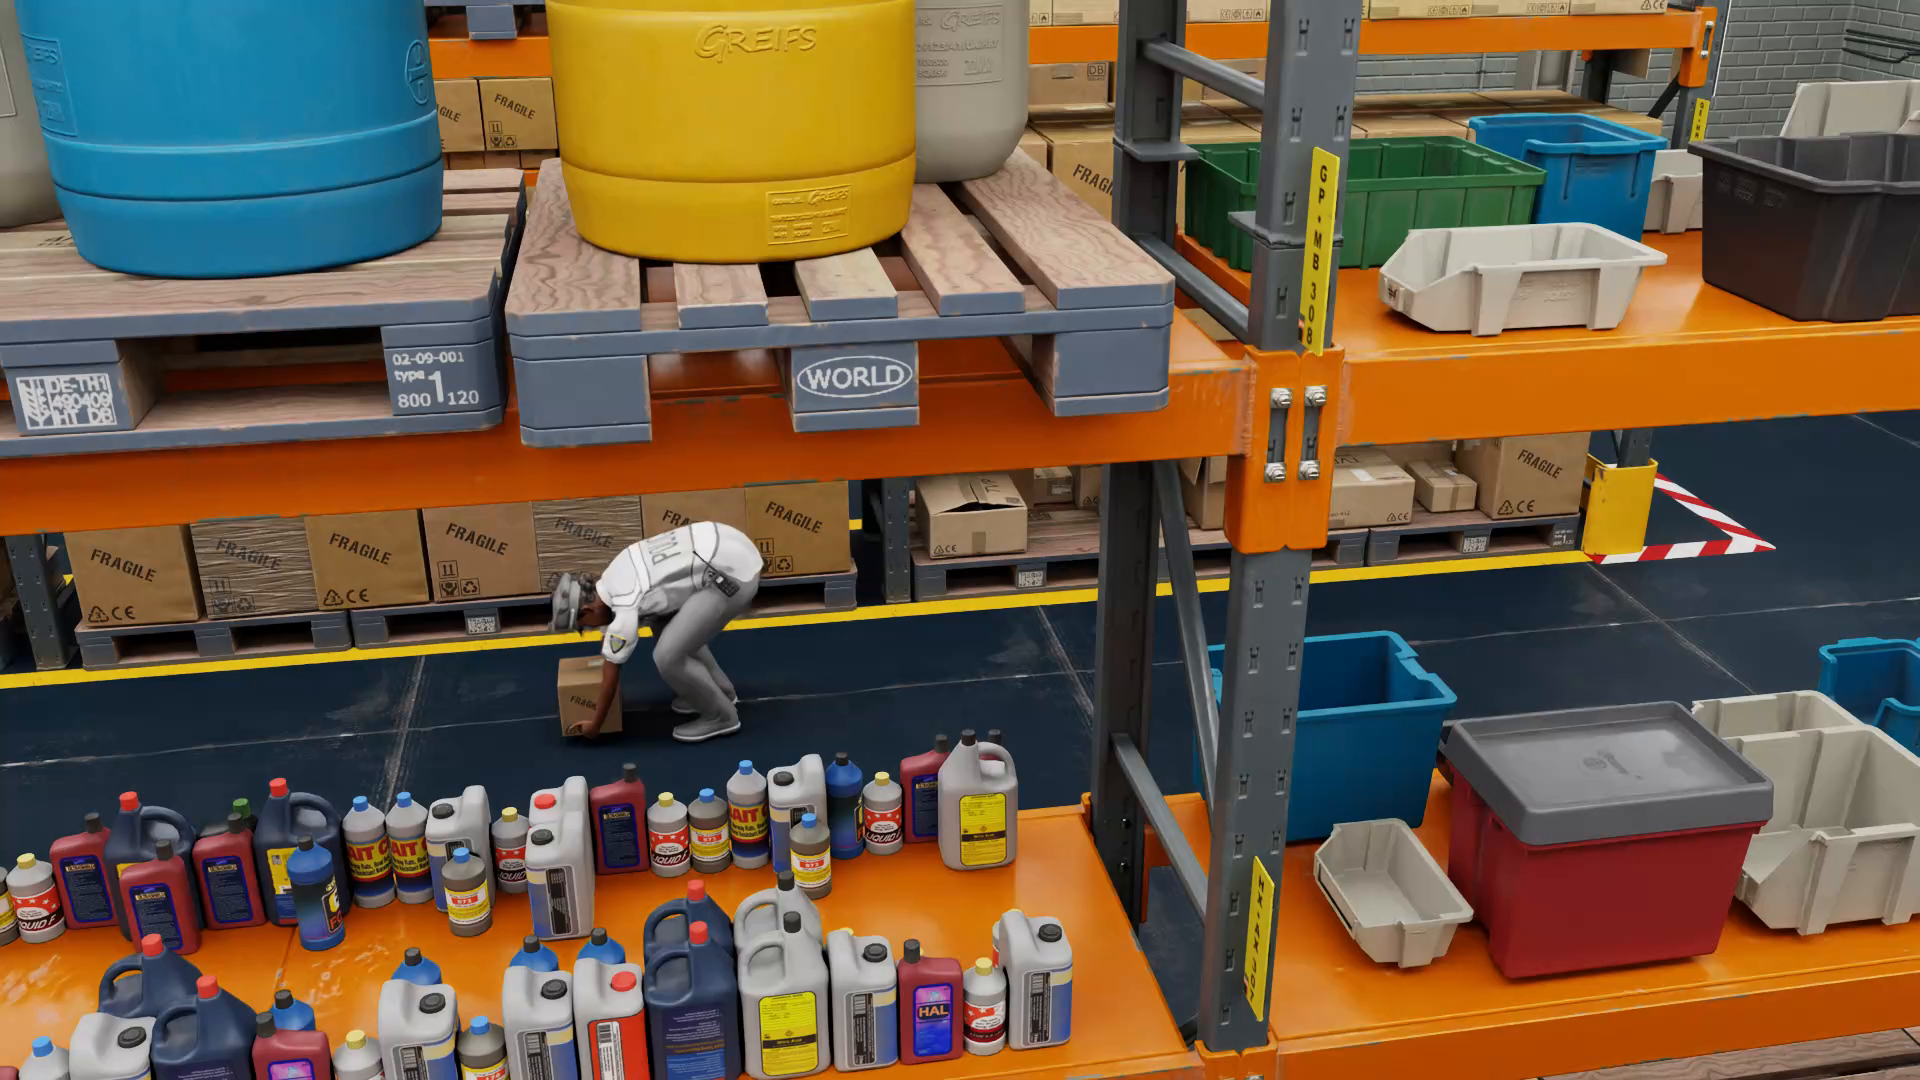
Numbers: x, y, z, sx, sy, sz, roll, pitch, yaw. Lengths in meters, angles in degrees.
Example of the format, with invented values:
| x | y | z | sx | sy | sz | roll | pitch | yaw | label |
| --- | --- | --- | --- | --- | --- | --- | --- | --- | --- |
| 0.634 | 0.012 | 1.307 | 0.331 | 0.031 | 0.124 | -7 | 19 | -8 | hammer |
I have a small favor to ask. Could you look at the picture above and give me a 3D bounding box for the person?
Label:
| x | y | z | sx | sy | sz | roll | pitch | yaw | label |
| --- | --- | --- | --- | --- | --- | --- | --- | --- | --- |
| -1.285 | 0.400 | 7.128 | 0.904 | 0.908 | 0.465 | -5 | 24 | -12 | person |
